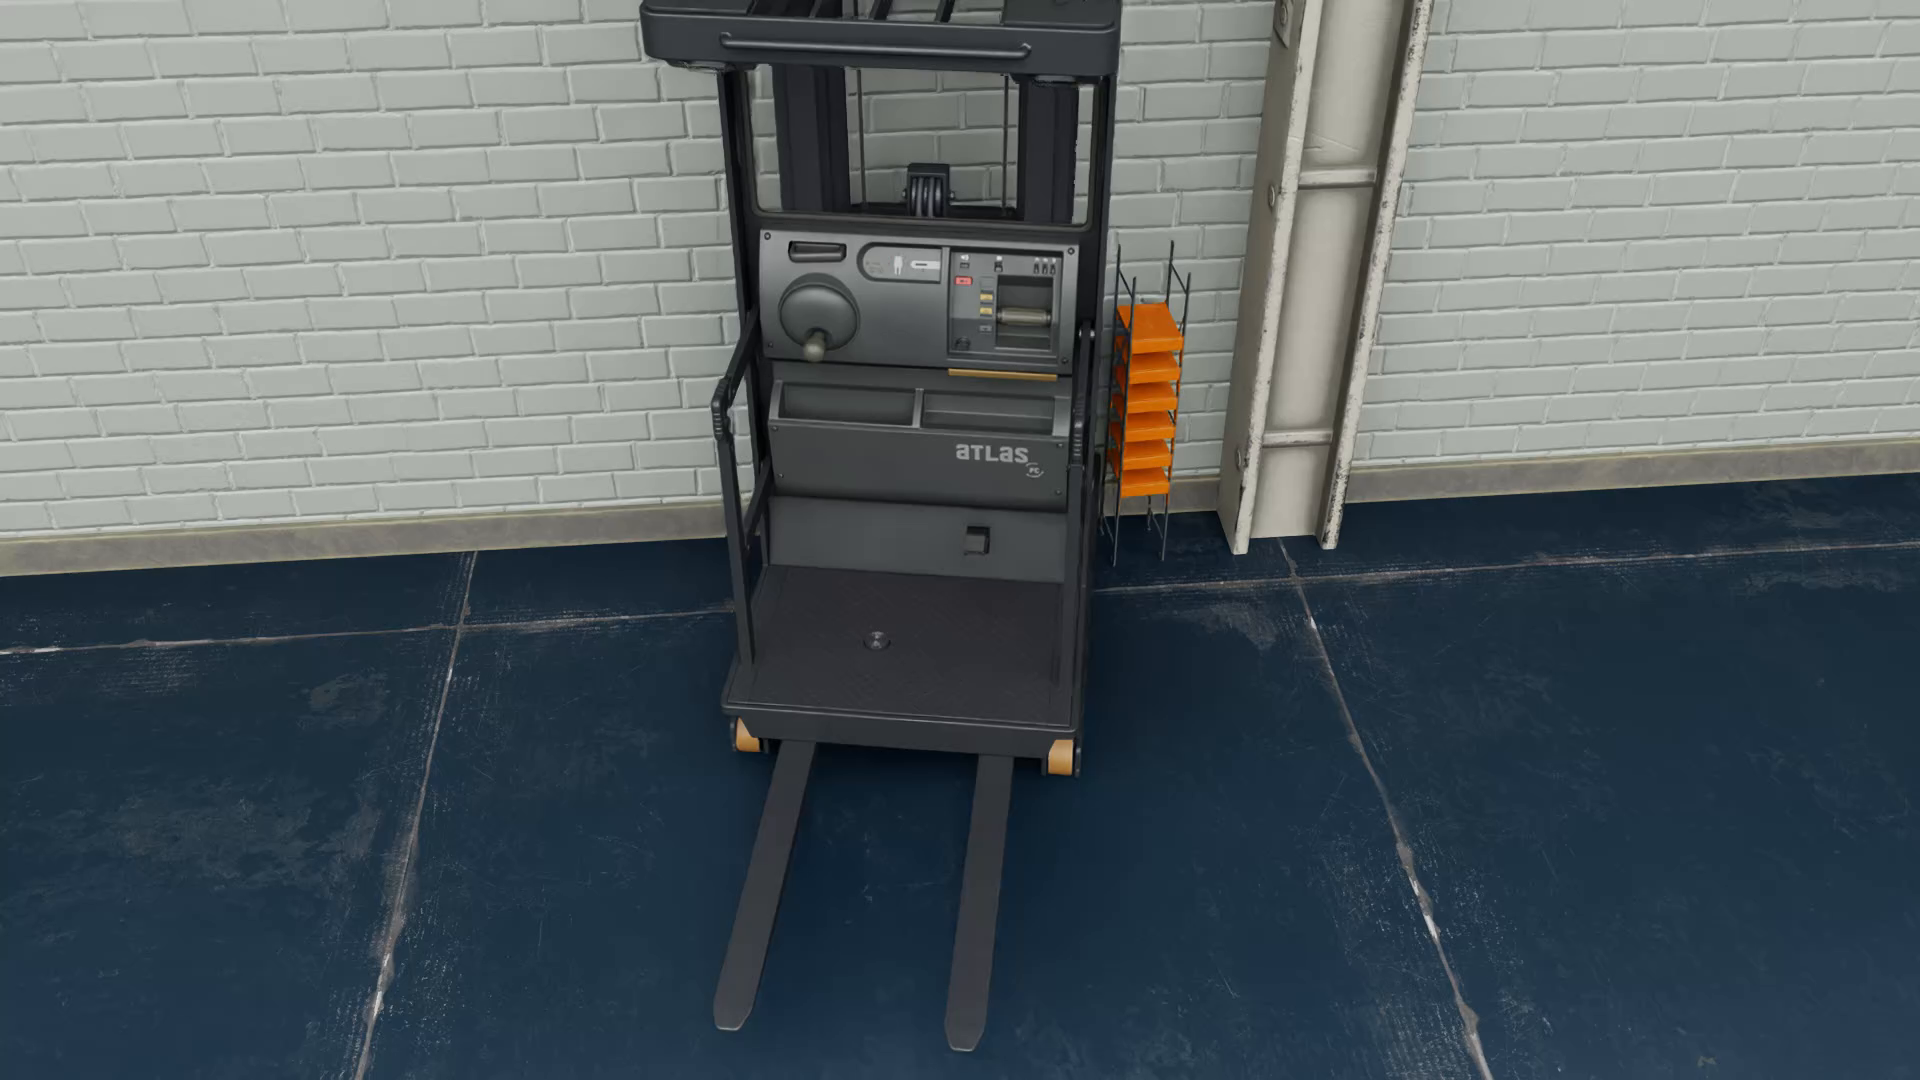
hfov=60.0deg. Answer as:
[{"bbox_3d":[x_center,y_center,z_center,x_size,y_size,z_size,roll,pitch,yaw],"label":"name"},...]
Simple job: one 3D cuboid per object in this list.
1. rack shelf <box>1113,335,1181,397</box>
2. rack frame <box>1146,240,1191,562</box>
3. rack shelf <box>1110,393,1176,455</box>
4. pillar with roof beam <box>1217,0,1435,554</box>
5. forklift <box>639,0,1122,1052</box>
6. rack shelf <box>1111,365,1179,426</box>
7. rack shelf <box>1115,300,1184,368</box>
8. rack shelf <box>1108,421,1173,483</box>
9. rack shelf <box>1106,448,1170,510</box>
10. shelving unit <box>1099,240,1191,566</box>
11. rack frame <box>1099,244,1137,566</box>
[{"bbox_3d":[0.641,-0.610,5.738,0.180,0.103,0.258,-6,39,-7],"label":"rack shelf"},{"bbox_3d":[0.732,-0.465,5.871,0.006,1.200,0.240,-6,39,-7],"label":"rack frame"},{"bbox_3d":[0.641,-0.421,5.887,0.180,0.103,0.258,-6,39,-7],"label":"rack shelf"},{"bbox_3d":[1.578,-0.929,0.163,0.400,9.000,9.100,-3,38,-4],"label":"pillar with roof beam"},{"bbox_3d":[-0.143,-0.626,4.678,1.130,2.935,3.031,4,38,5],"label":"forklift"},{"bbox_3d":[0.641,-0.516,5.813,0.180,0.103,0.258,-6,39,-7],"label":"rack shelf"},{"bbox_3d":[0.641,-0.704,5.664,0.180,0.103,0.258,-6,39,-7],"label":"rack shelf"},{"bbox_3d":[0.641,-0.327,5.961,0.180,0.103,0.258,-6,39,-7],"label":"rack shelf"},{"bbox_3d":[0.641,-0.233,6.036,0.180,0.103,0.258,-6,39,-7],"label":"rack shelf"},{"bbox_3d":[0.641,-0.456,5.860,0.189,1.200,0.258,-6,39,-7],"label":"shelving unit"},{"bbox_3d":[0.551,-0.447,5.848,0.006,1.200,0.240,-6,39,-7],"label":"rack frame"}]
